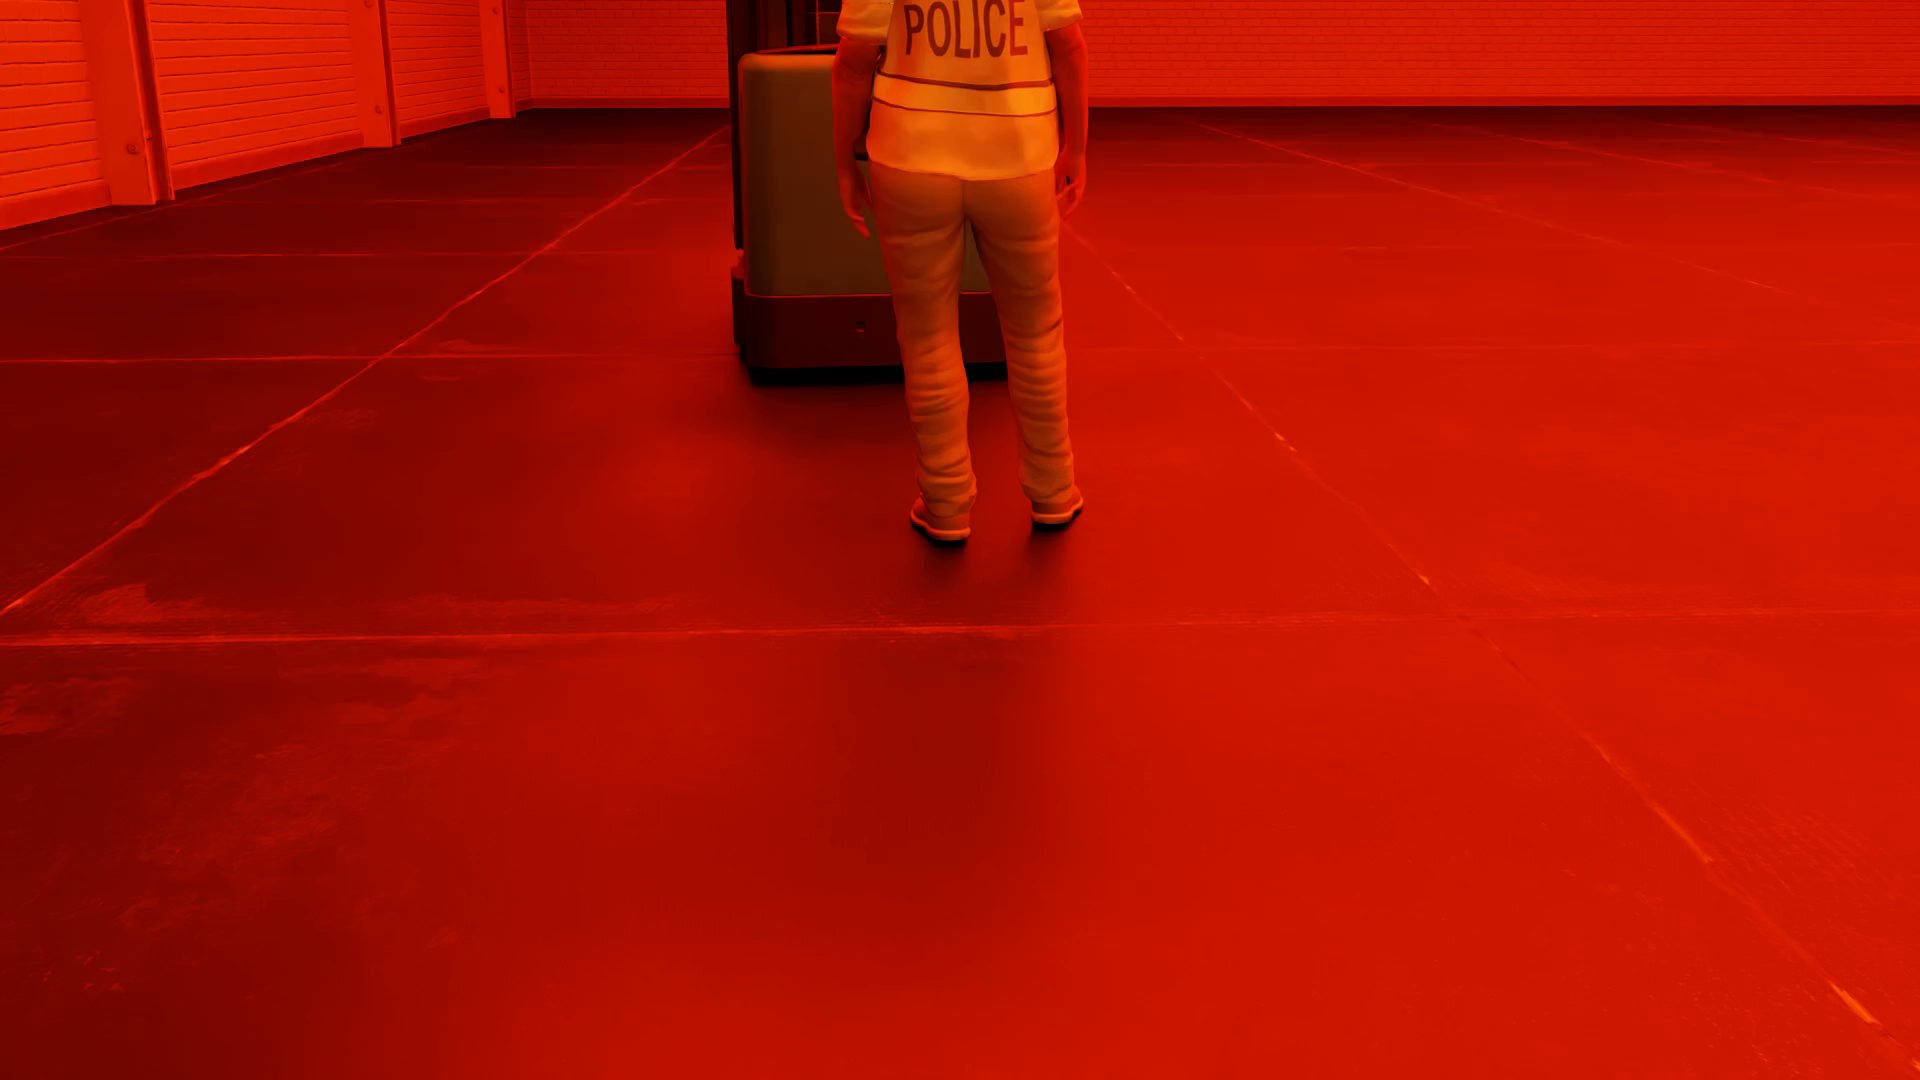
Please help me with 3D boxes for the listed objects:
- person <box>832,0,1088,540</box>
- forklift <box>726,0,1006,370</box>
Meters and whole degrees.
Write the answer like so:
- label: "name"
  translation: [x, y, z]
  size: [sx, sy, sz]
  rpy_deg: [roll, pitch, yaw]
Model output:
- label: "person"
  translation: [0.018, -0.827, 3.746]
  size: [0.599, 1.670, 0.529]
  rpy_deg: [-1, 17, -3]
- label: "forklift"
  translation: [-0.398, -2.358, 6.616]
  size: [1.130, 2.935, 3.031]
  rpy_deg: [-2, 17, -8]
